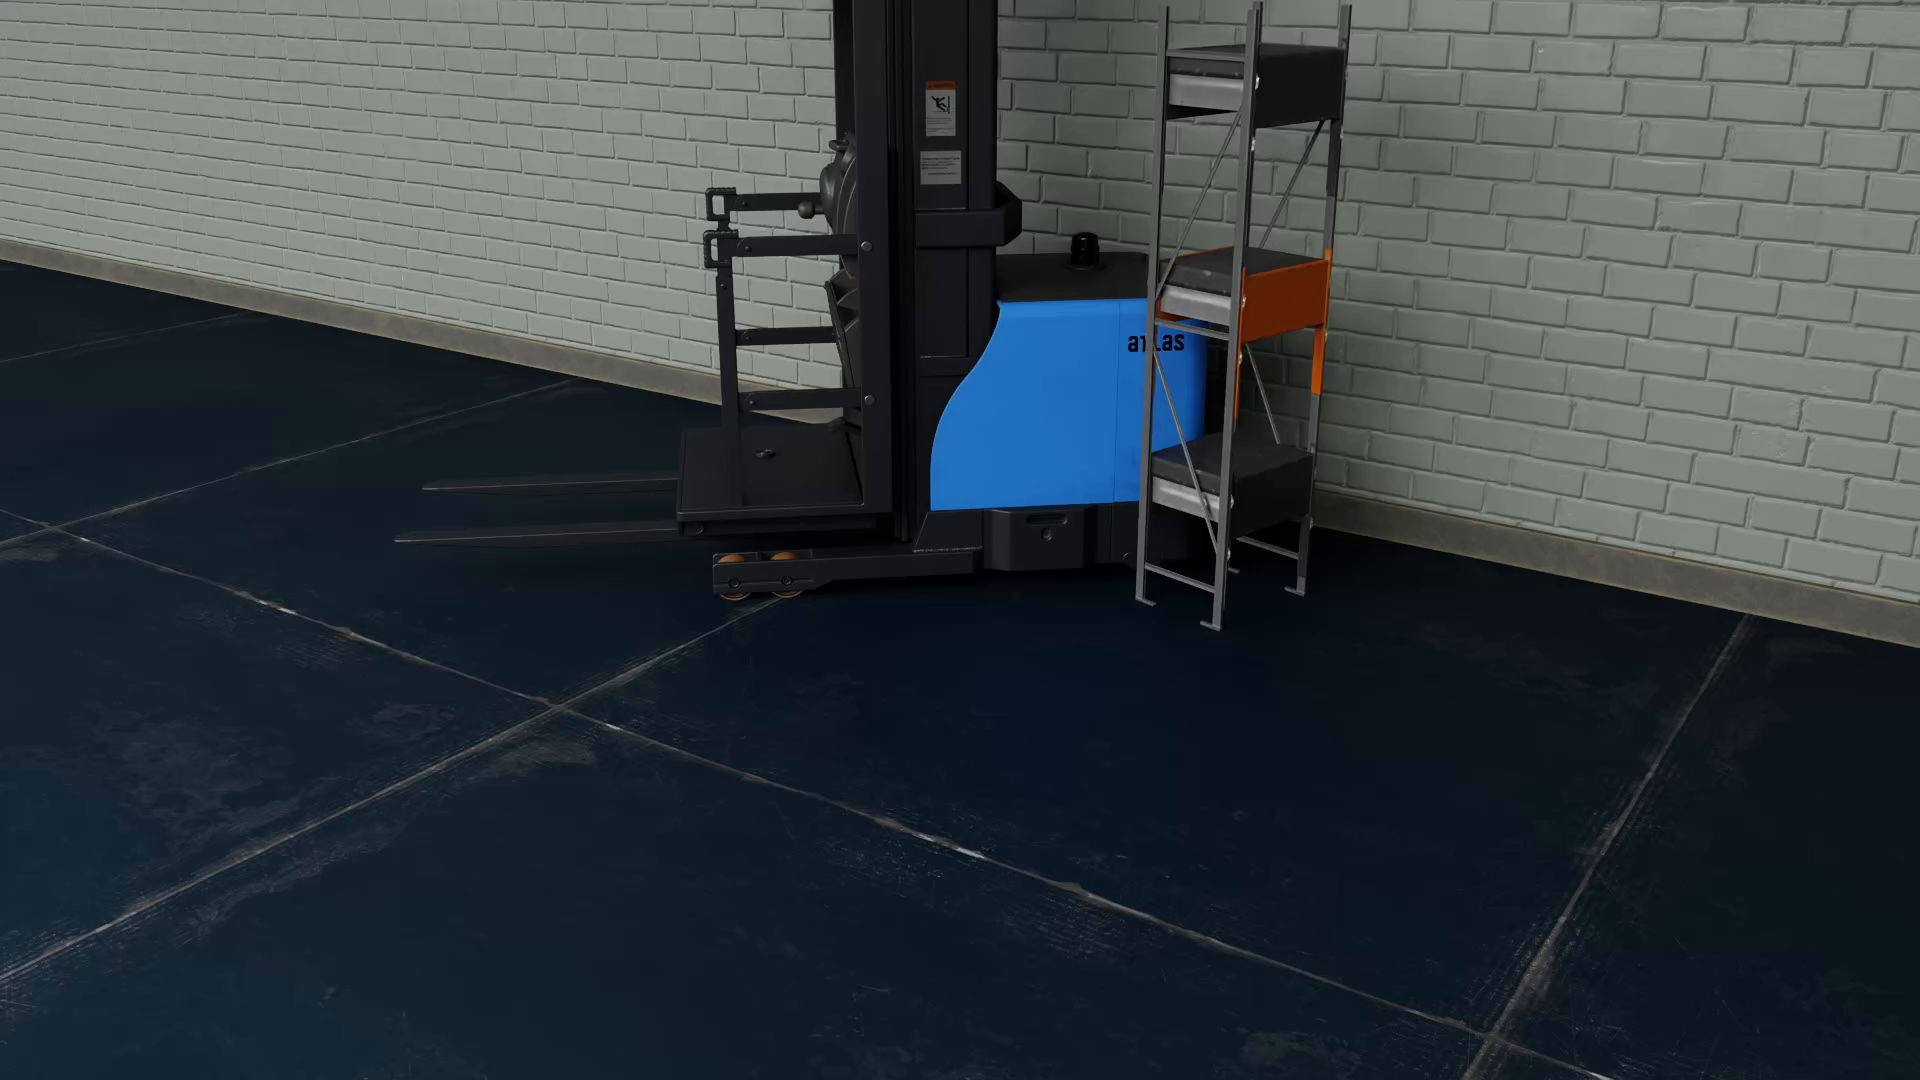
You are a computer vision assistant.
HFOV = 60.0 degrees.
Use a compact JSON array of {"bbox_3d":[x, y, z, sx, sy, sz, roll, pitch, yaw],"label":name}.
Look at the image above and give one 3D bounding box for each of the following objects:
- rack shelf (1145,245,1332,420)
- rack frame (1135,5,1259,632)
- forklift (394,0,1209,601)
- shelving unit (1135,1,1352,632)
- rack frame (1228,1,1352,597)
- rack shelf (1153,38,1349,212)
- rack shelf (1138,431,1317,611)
[{"bbox_3d":[0.971,-0.757,5.825,0.480,0.518,0.431,-17,27,-39],"label":"rack shelf"},{"bbox_3d":[0.790,-0.713,5.667,0.015,2.100,0.400,-17,27,-39],"label":"rack frame"},{"bbox_3d":[-0.625,-1.346,6.178,3.031,2.935,1.130,-3,20,-7],"label":"forklift"},{"bbox_3d":[0.971,-0.770,5.820,0.503,2.100,0.431,-17,27,-39],"label":"shelving unit"},{"bbox_3d":[1.152,-0.827,5.974,0.015,2.100,0.400,-17,27,-39],"label":"rack frame"},{"bbox_3d":[0.971,-1.414,5.582,0.480,0.518,0.431,-17,27,-39],"label":"rack shelf"},{"bbox_3d":[0.971,-0.101,6.068,0.480,0.518,0.431,-17,27,-39],"label":"rack shelf"}]
